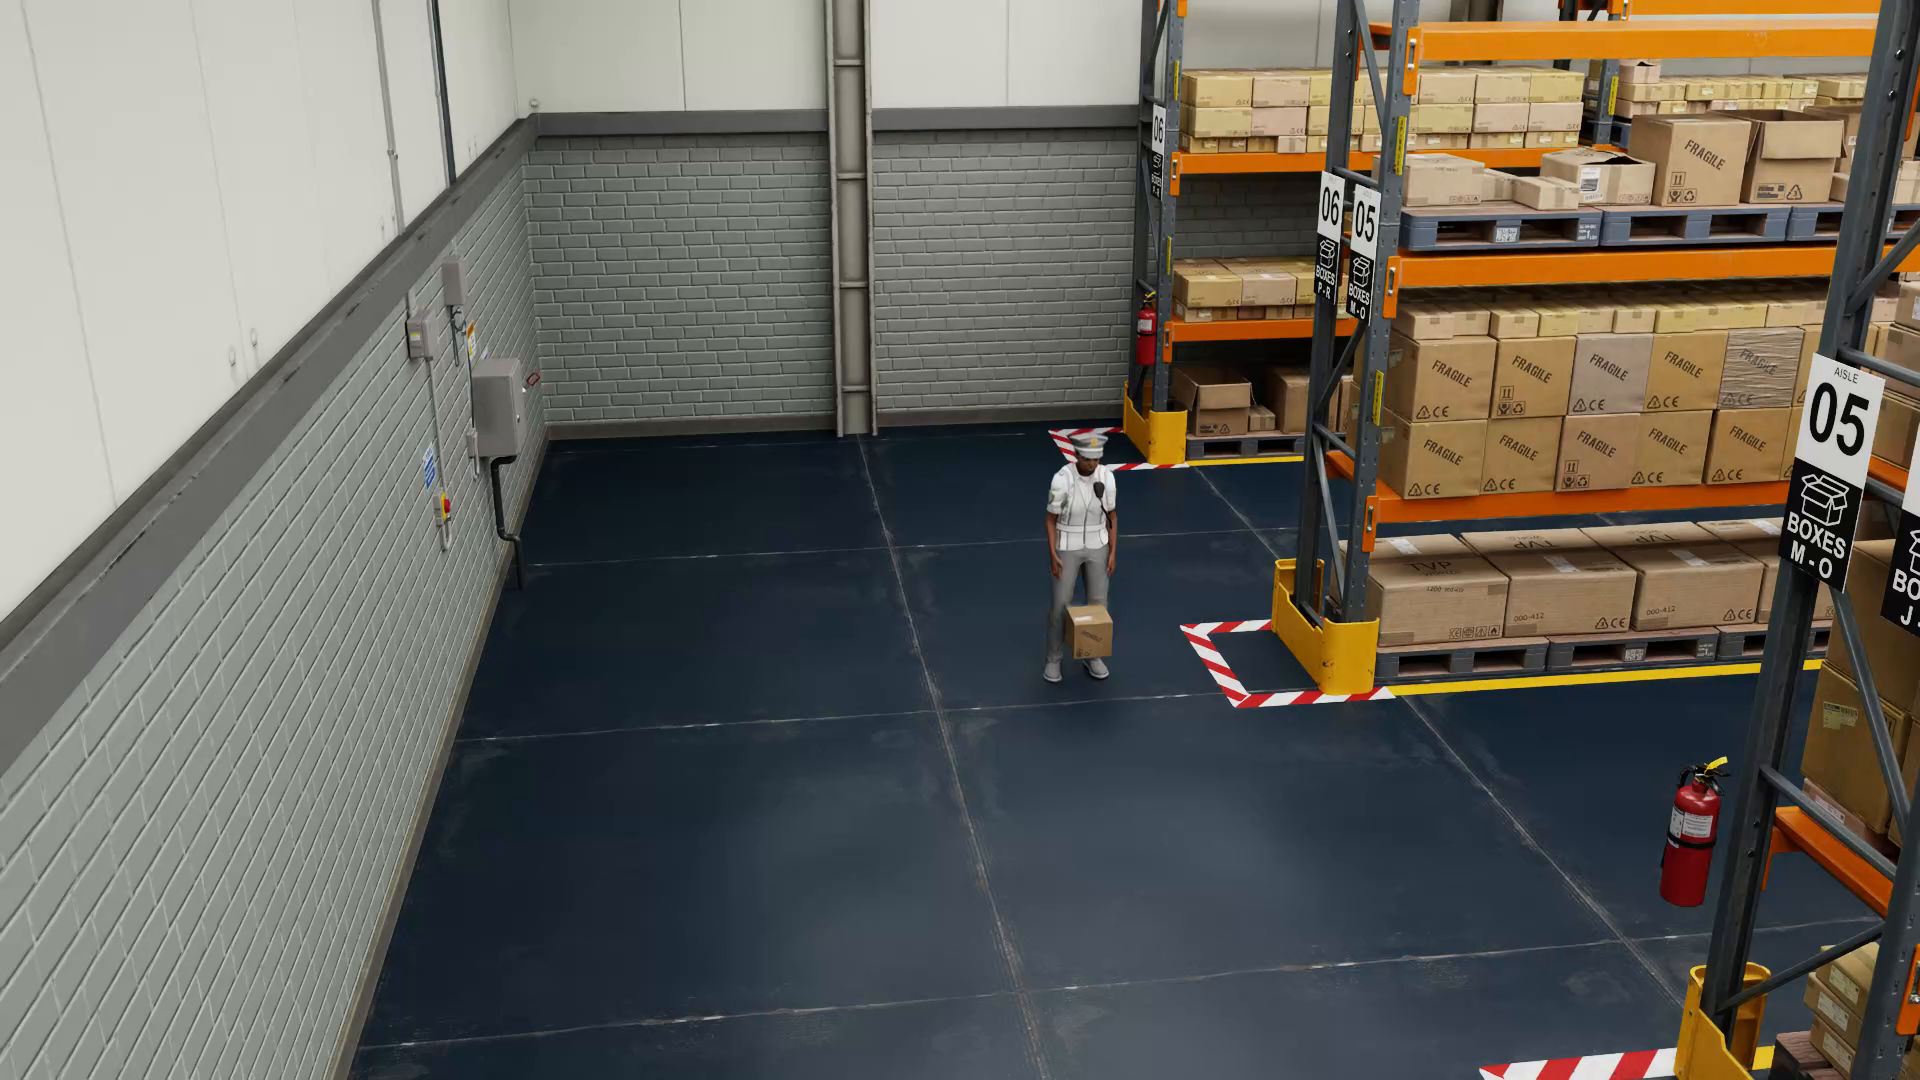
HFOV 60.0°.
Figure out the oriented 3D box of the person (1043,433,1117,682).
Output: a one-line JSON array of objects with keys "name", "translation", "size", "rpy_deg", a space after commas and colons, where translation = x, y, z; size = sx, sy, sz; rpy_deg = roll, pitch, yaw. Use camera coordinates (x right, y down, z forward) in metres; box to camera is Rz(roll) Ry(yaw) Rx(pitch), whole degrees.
[{"name": "person", "translation": [0.780, 0.089, 10.823], "size": [0.497, 1.667, 0.371], "rpy_deg": [-3, 20, -9]}]
